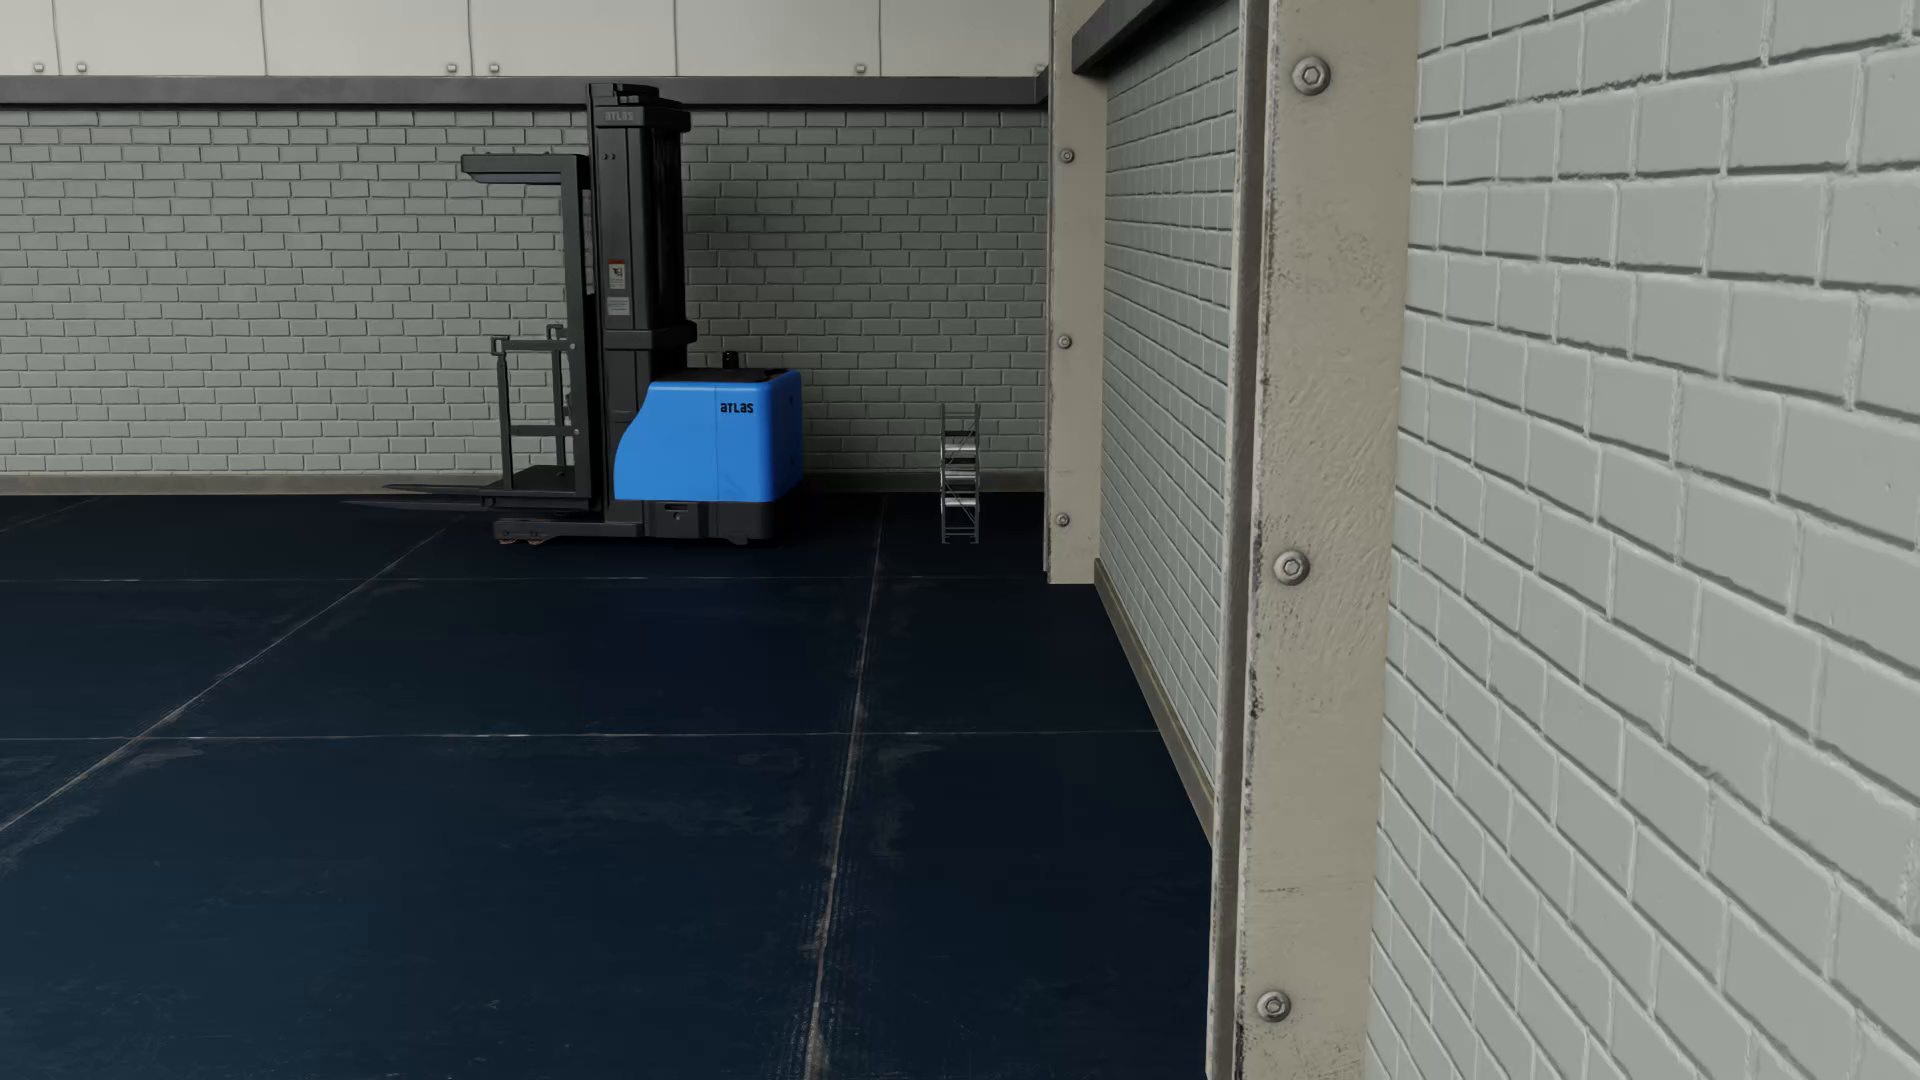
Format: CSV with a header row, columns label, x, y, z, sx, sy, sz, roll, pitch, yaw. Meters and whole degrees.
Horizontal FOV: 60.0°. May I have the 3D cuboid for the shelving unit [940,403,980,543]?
label,x,y,z,sx,sy,sz,roll,pitch,yaw
shelving unit,0.000,-0.439,10.962,0.258,0.900,0.210,0,11,-1

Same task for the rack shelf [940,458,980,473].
label,x,y,z,sx,sy,sz,roll,pitch,yaw
rack shelf,0.000,-0.495,10.950,0.258,0.077,0.200,0,11,-1

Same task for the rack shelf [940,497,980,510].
label,x,y,z,sx,sy,sz,roll,pitch,yaw
rack shelf,0.000,-0.230,11.004,0.258,0.077,0.200,0,11,-1

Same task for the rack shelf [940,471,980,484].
label,x,y,z,sx,sy,sz,roll,pitch,yaw
rack shelf,0.000,-0.407,10.968,0.258,0.077,0.200,0,11,-1

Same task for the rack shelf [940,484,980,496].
label,x,y,z,sx,sy,sz,roll,pitch,yaw
rack shelf,0.000,-0.319,10.986,0.258,0.077,0.200,0,11,-1

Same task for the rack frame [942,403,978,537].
label,x,y,z,sx,sy,sz,roll,pitch,yaw
rack frame,-0.002,-0.460,11.061,0.240,0.900,0.006,0,11,-1

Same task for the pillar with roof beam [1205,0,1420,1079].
label,x,y,z,sx,sy,sz,roll,pitch,yaw
pillar with roof beam,-3.511,-2.983,3.130,9.100,9.000,0.400,0,11,-1

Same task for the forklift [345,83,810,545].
label,x,y,z,sx,sy,sz,roll,pitch,yaw
forklift,-2.607,-1.506,11.111,3.031,2.935,1.130,1,12,7

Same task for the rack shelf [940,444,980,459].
label,x,y,z,sx,sy,sz,roll,pitch,yaw
rack shelf,0.000,-0.583,10.933,0.258,0.077,0.200,0,11,-1

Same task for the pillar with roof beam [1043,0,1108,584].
label,x,y,z,sx,sy,sz,roll,pitch,yaw
pillar with roof beam,-3.635,-4.176,9.009,9.100,9.000,0.400,0,11,-1

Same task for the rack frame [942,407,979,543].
label,x,y,z,sx,sy,sz,roll,pitch,yaw
rack frame,0.002,-0.419,10.862,0.240,0.900,0.006,0,11,-1

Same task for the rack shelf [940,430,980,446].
label,x,y,z,sx,sy,sz,roll,pitch,yaw
rack shelf,0.000,-0.671,10.915,0.258,0.077,0.200,0,11,-1
